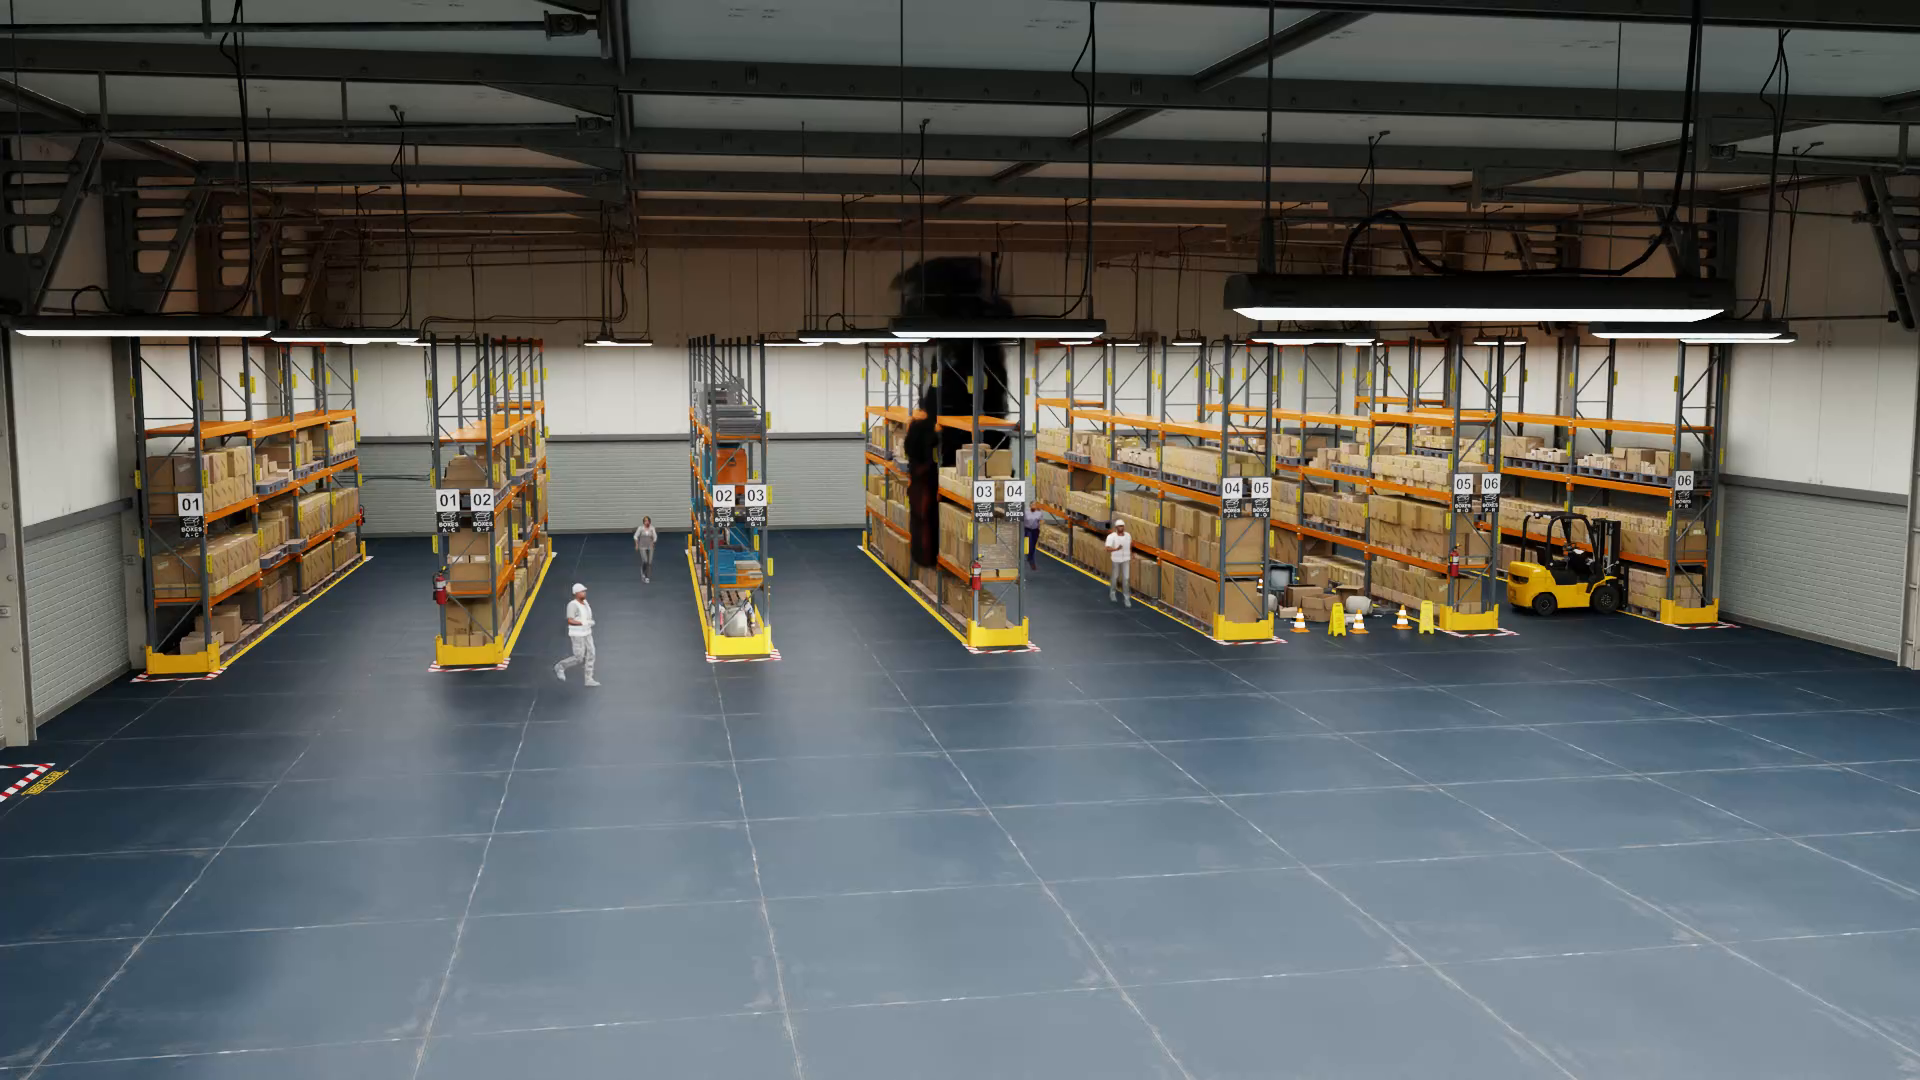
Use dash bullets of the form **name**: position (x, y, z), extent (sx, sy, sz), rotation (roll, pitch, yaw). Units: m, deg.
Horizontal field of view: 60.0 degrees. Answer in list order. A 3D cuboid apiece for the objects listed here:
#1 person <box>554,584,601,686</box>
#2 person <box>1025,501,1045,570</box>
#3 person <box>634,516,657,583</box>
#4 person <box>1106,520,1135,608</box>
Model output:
- **person**: position (-6.498, 1.613, 28.264), extent (0.827, 1.757, 0.688), rotation (2, 7, 15)
- **person**: position (1.811, -0.138, 41.617), extent (0.580, 1.711, 0.794), rotation (-2, 7, -19)
- **person**: position (-7.296, 0.227, 38.696), extent (0.515, 1.577, 0.628), rotation (-2, 7, -21)
- **person**: position (3.425, 0.483, 35.523), extent (0.677, 1.848, 0.756), rotation (-1, 7, -12)
